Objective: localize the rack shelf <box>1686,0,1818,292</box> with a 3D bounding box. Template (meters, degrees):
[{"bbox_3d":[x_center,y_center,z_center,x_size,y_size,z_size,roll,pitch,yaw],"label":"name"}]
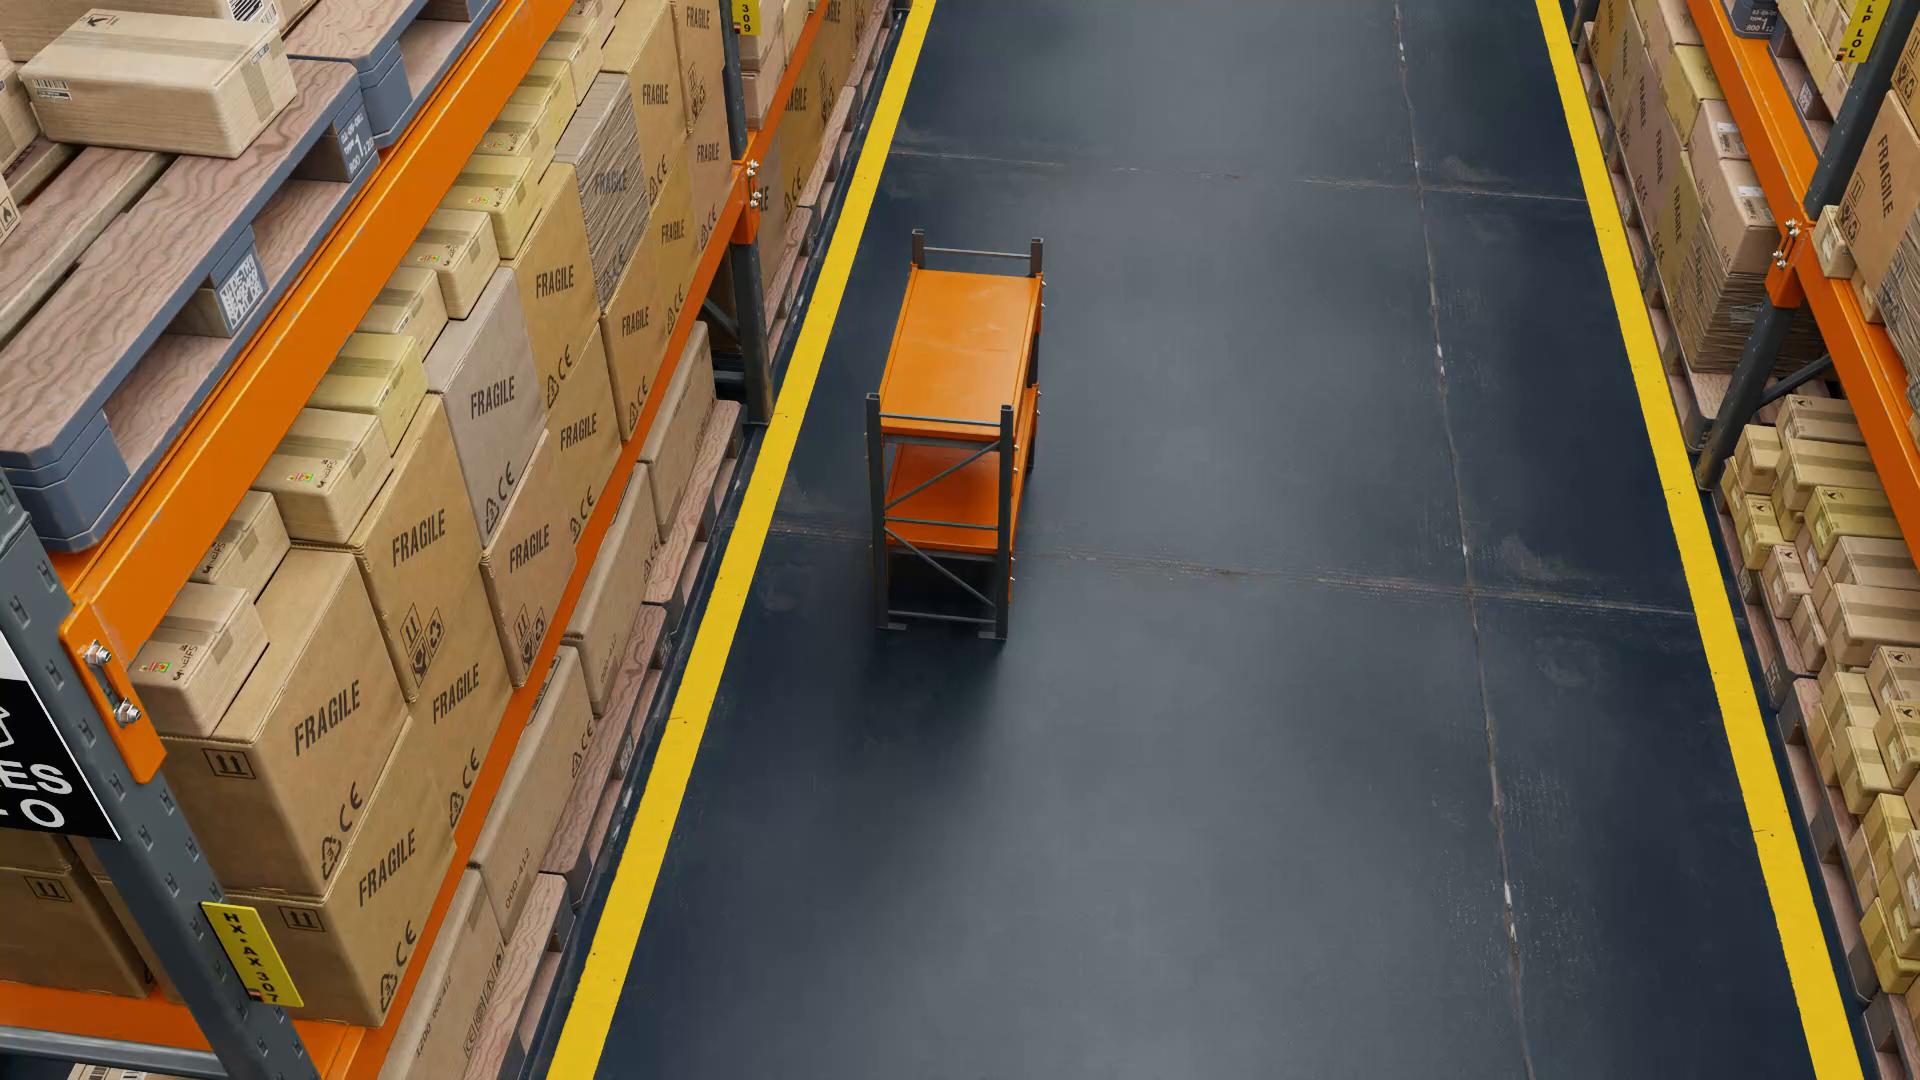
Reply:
[{"bbox_3d":[3.861,-2.389,7.615,1.077,0.370,4.000,5,44,6],"label":"rack shelf"}]

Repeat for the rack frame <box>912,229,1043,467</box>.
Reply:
[{"bbox_3d":[0.066,-0.750,6.724,0.500,1.125,0.032,5,44,6],"label":"rack frame"}]

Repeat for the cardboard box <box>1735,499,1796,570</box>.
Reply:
[{"bbox_3d":[3.195,-0.005,6.341,0.380,0.149,0.250,6,44,7],"label":"cardboard box"}]

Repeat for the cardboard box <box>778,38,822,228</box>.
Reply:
[{"bbox_3d":[-1.209,-2.096,8.022,0.875,0.875,0.875,6,44,7],"label":"cardboard box"}]

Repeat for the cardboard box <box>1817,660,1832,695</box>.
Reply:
[{"bbox_3d":[3.228,0.534,5.773,0.380,0.149,0.250,4,44,4],"label":"cardboard box"}]

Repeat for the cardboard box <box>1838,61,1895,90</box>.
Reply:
[{"bbox_3d":[3.453,-1.746,6.073,0.380,0.149,0.250,6,44,7],"label":"cardboard box"}]

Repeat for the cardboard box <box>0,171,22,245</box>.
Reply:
[{"bbox_3d":[-1.882,-0.481,2.626,0.500,0.250,0.500,2,43,2],"label":"cardboard box"}]

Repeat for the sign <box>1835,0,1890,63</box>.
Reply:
[{"bbox_3d":[3.046,-1.756,5.581,0.100,0.325,0.005,5,44,6],"label":"sign"}]

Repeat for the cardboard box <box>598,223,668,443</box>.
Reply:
[{"bbox_3d":[-1.246,-0.671,5.204,0.500,0.500,0.500,5,44,5],"label":"cardboard box"}]

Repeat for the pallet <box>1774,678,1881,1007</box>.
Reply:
[{"bbox_3d":[3.384,1.020,5.520,1.003,0.211,1.213,5,44,6],"label":"pallet"}]

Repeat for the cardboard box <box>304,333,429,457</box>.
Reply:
[{"bbox_3d":[-1.402,-0.327,3.642,0.380,0.149,0.250,4,44,4],"label":"cardboard box"}]

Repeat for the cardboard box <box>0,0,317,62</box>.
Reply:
[{"bbox_3d":[-1.605,-1.204,3.345,0.500,0.311,0.500,6,44,6],"label":"cardboard box"}]

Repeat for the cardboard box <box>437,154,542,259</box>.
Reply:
[{"bbox_3d":[-1.284,-0.847,4.192,0.380,0.149,0.250,4,44,4],"label":"cardboard box"}]

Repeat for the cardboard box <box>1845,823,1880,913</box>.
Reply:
[{"bbox_3d":[3.032,1.053,5.224,0.380,0.149,0.250,6,44,6],"label":"cardboard box"}]

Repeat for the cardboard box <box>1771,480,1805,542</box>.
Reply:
[{"bbox_3d":[3.287,-0.114,6.241,0.380,0.149,0.250,6,44,6],"label":"cardboard box"}]

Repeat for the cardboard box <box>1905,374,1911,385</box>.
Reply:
[{"bbox_3d":[3.249,-0.479,5.257,0.380,0.149,0.250,3,44,4],"label":"cardboard box"}]

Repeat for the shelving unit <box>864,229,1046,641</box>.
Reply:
[{"bbox_3d":[-0.001,-0.404,6.358,0.538,1.125,1.048,5,44,6],"label":"shelving unit"}]

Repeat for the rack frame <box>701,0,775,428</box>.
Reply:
[{"bbox_3d":[-1.323,-1.669,6.331,1.000,3.000,0.127,5,44,6],"label":"rack frame"}]

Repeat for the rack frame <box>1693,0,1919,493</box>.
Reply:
[{"bbox_3d":[3.597,-1.288,5.928,1.000,3.000,0.127,5,44,6],"label":"rack frame"}]

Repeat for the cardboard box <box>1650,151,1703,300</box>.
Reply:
[{"bbox_3d":[3.513,-1.409,7.569,0.500,0.500,0.500,4,44,5],"label":"cardboard box"}]

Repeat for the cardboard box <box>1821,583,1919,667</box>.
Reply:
[{"bbox_3d":[3.139,0.300,5.587,0.380,0.149,0.250,6,44,6],"label":"cardboard box"}]

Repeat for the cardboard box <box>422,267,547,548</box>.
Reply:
[{"bbox_3d":[-1.385,-0.348,4.135,0.500,0.500,0.500,5,44,5],"label":"cardboard box"}]

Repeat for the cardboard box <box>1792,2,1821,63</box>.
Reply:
[{"bbox_3d":[3.521,-1.984,6.541,0.380,0.149,0.250,5,44,5],"label":"cardboard box"}]

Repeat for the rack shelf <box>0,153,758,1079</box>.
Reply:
[{"bbox_3d":[-1.588,-0.044,5.139,1.077,0.370,4.000,5,44,6],"label":"rack shelf"}]

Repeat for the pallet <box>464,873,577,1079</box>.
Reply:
[{"bbox_3d":[-1.824,1.518,4.993,1.003,0.211,1.213,5,44,6],"label":"pallet"}]

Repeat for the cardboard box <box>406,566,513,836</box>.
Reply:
[{"bbox_3d":[-1.465,0.373,4.102,0.500,0.500,0.500,5,44,5],"label":"cardboard box"}]

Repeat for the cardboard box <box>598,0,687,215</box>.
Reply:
[{"bbox_3d":[-1.187,-1.376,5.222,0.500,0.500,0.500,5,44,5],"label":"cardboard box"}]

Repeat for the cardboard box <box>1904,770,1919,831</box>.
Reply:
[{"bbox_3d":[3.107,0.839,5.018,0.380,0.149,0.250,4,44,4],"label":"cardboard box"}]

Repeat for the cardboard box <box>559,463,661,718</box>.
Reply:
[{"bbox_3d":[-1.631,0.137,5.981,0.875,0.438,0.875,4,44,4],"label":"cardboard box"}]

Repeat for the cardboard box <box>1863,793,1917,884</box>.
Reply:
[{"bbox_3d":[3.030,0.946,5.121,0.380,0.149,0.250,7,44,8],"label":"cardboard box"}]

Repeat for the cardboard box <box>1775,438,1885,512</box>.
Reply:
[{"bbox_3d":[3.251,-0.223,6.139,0.380,0.149,0.250,7,44,8],"label":"cardboard box"}]

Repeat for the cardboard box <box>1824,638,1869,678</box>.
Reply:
[{"bbox_3d":[3.192,0.424,5.672,0.380,0.149,0.250,7,44,7],"label":"cardboard box"}]

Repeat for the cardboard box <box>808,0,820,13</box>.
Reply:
[{"bbox_3d":[-0.853,-2.591,7.414,0.500,0.250,0.500,5,44,5],"label":"cardboard box"}]

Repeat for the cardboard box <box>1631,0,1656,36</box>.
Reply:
[{"bbox_3d":[3.727,-2.737,8.426,0.500,0.250,0.500,5,44,5],"label":"cardboard box"}]

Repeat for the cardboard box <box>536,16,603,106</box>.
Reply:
[{"bbox_3d":[-1.247,-1.378,4.752,0.380,0.149,0.250,5,44,5],"label":"cardboard box"}]

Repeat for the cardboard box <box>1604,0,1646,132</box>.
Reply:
[{"bbox_3d":[3.716,-2.457,8.675,0.500,0.500,0.500,6,44,6],"label":"cardboard box"}]

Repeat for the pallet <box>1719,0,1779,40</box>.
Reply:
[{"bbox_3d":[3.904,-2.591,7.444,1.003,0.211,1.213,5,44,6],"label":"pallet"}]

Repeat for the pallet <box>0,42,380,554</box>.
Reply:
[{"bbox_3d":[-1.764,-0.506,2.986,1.003,0.211,1.213,5,44,6],"label":"pallet"}]

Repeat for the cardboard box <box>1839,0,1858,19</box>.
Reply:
[{"bbox_3d":[3.491,-2.039,6.167,0.380,0.149,0.250,4,44,4],"label":"cardboard box"}]

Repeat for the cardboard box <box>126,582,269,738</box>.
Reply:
[{"bbox_3d":[-1.531,0.206,3.079,0.380,0.149,0.250,6,44,6],"label":"cardboard box"}]

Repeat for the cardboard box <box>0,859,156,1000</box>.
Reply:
[{"bbox_3d":[-2.051,0.668,3.790,0.500,0.500,0.500,5,44,6],"label":"cardboard box"}]

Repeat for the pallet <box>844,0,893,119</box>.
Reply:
[{"bbox_3d":[-0.973,-2.852,9.608,1.003,0.211,1.213,5,44,6],"label":"pallet"}]

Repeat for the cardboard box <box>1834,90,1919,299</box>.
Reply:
[{"bbox_3d":[3.281,-1.117,5.459,0.500,0.500,0.500,5,44,5],"label":"cardboard box"}]

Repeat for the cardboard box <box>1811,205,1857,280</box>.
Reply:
[{"bbox_3d":[3.235,-1.033,5.842,0.380,0.149,0.250,7,44,7],"label":"cardboard box"}]

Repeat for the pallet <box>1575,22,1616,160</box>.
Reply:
[{"bbox_3d":[4.021,-2.469,9.204,1.003,0.211,1.213,5,44,6],"label":"pallet"}]

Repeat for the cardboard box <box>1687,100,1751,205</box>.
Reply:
[{"bbox_3d":[3.526,-1.684,7.314,0.500,0.250,0.500,7,44,7],"label":"cardboard box"}]
